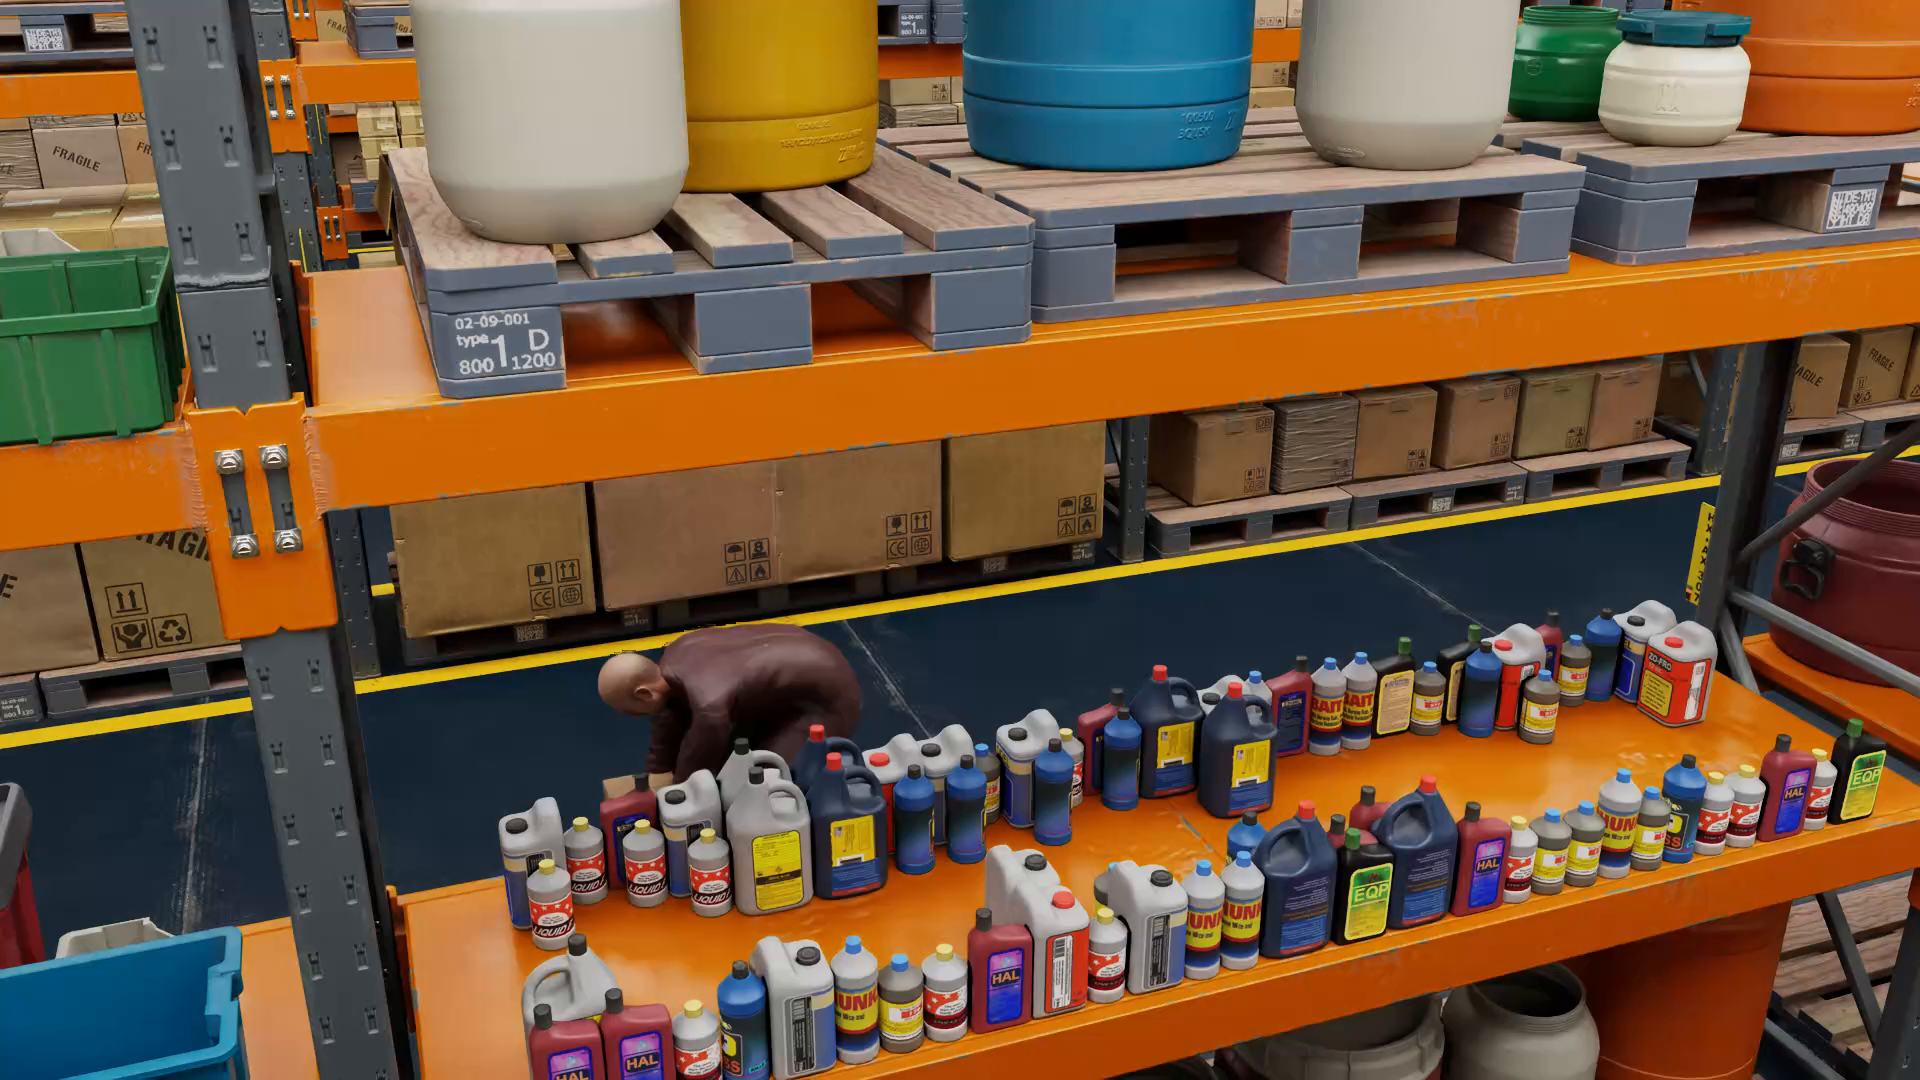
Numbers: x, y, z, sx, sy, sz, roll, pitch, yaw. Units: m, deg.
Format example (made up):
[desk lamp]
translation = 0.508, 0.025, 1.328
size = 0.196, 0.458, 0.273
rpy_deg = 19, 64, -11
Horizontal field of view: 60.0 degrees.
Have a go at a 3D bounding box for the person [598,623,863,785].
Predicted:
[person]
translation = -0.805, 0.832, 6.011
size = 0.943, 1.068, 0.590
rpy_deg = -9, 24, -22
